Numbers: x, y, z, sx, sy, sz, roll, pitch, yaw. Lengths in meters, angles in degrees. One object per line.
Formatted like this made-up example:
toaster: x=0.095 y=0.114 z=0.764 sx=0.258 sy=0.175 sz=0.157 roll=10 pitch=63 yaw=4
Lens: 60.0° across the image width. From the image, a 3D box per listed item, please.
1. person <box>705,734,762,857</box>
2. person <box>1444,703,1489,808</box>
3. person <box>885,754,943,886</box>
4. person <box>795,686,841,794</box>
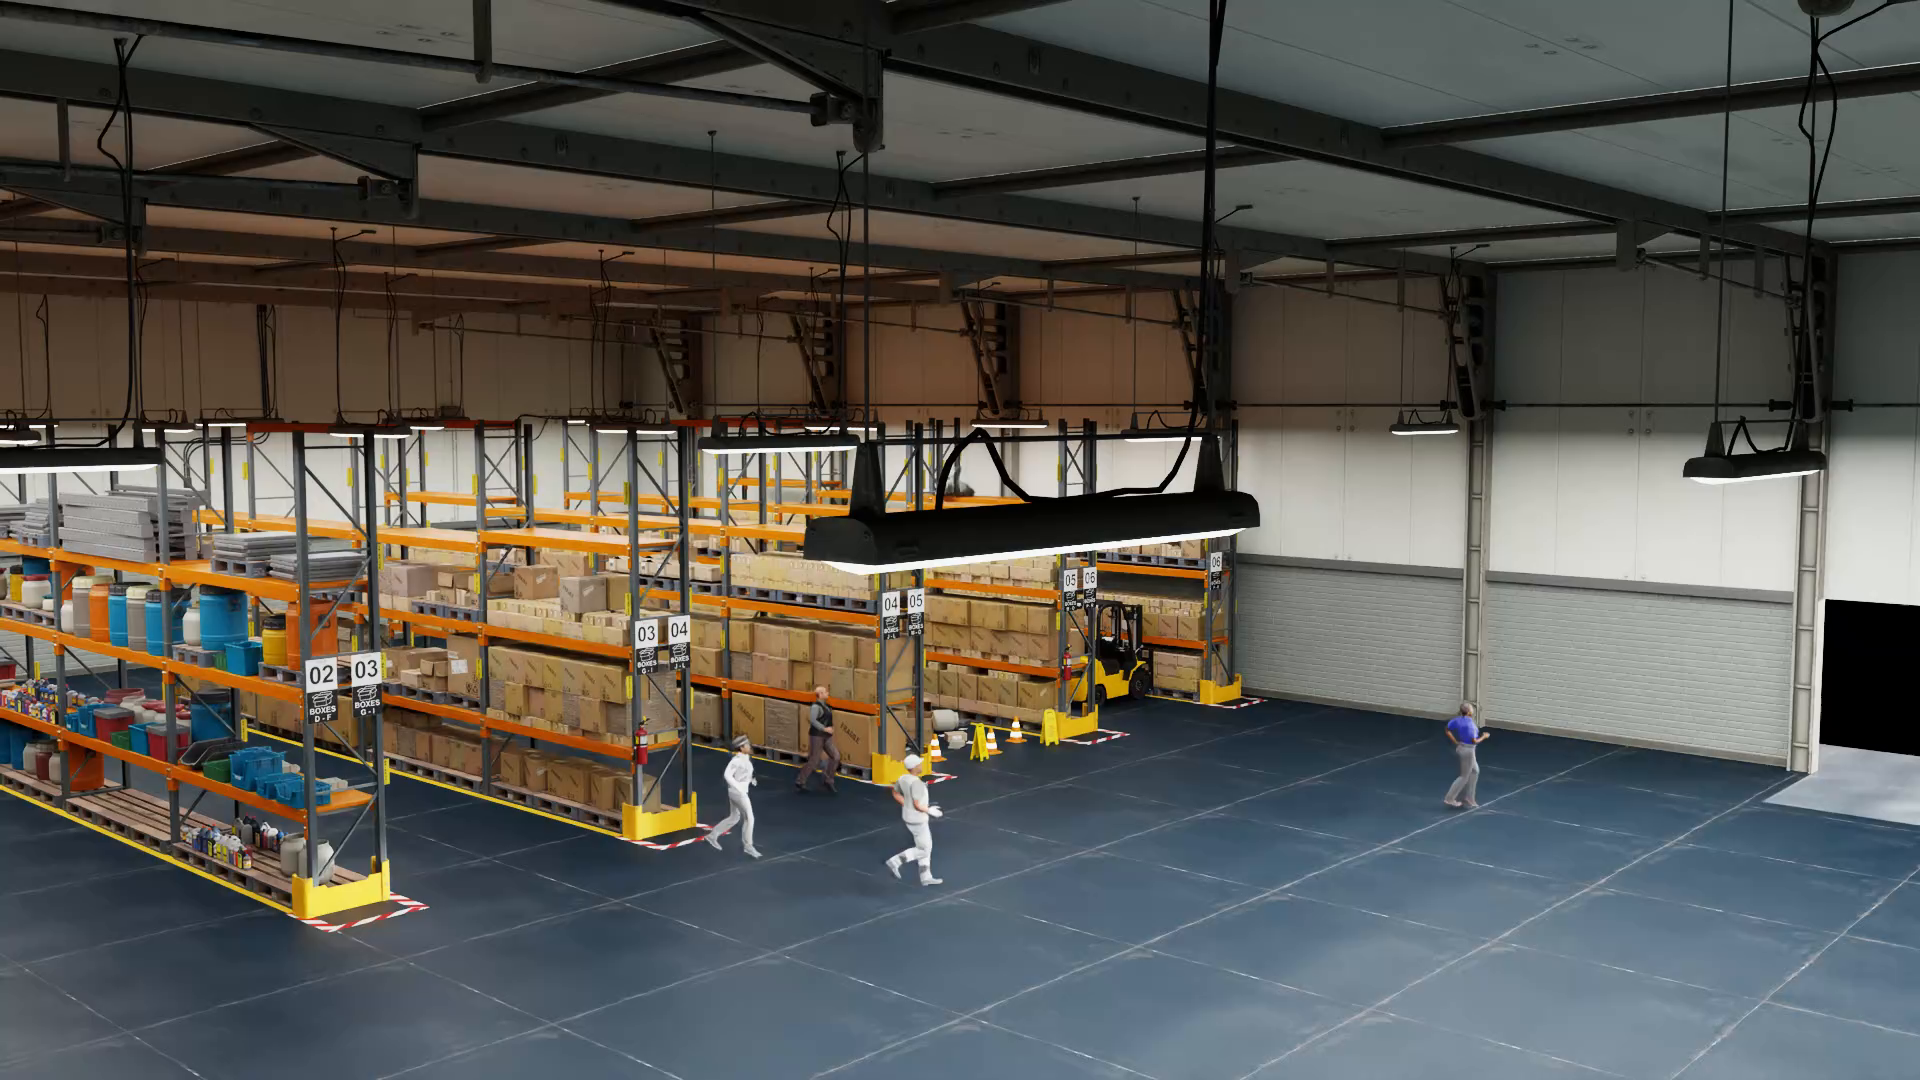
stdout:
person: x=-3.167 y=3.583 z=23.374 sx=0.771 sy=1.731 sz=0.617 roll=0 pitch=5 yaw=-5
person: x=7.904 y=3.386 z=25.984 sx=0.714 sy=1.715 sz=0.556 roll=0 pitch=5 yaw=-6
person: x=-0.620 y=3.675 z=21.769 sx=0.818 sy=1.758 sz=0.653 roll=-2 pitch=5 yaw=-22
person: x=-2.291 y=3.266 z=27.236 sx=0.696 sy=1.740 sz=0.709 roll=2 pitch=5 yaw=19
